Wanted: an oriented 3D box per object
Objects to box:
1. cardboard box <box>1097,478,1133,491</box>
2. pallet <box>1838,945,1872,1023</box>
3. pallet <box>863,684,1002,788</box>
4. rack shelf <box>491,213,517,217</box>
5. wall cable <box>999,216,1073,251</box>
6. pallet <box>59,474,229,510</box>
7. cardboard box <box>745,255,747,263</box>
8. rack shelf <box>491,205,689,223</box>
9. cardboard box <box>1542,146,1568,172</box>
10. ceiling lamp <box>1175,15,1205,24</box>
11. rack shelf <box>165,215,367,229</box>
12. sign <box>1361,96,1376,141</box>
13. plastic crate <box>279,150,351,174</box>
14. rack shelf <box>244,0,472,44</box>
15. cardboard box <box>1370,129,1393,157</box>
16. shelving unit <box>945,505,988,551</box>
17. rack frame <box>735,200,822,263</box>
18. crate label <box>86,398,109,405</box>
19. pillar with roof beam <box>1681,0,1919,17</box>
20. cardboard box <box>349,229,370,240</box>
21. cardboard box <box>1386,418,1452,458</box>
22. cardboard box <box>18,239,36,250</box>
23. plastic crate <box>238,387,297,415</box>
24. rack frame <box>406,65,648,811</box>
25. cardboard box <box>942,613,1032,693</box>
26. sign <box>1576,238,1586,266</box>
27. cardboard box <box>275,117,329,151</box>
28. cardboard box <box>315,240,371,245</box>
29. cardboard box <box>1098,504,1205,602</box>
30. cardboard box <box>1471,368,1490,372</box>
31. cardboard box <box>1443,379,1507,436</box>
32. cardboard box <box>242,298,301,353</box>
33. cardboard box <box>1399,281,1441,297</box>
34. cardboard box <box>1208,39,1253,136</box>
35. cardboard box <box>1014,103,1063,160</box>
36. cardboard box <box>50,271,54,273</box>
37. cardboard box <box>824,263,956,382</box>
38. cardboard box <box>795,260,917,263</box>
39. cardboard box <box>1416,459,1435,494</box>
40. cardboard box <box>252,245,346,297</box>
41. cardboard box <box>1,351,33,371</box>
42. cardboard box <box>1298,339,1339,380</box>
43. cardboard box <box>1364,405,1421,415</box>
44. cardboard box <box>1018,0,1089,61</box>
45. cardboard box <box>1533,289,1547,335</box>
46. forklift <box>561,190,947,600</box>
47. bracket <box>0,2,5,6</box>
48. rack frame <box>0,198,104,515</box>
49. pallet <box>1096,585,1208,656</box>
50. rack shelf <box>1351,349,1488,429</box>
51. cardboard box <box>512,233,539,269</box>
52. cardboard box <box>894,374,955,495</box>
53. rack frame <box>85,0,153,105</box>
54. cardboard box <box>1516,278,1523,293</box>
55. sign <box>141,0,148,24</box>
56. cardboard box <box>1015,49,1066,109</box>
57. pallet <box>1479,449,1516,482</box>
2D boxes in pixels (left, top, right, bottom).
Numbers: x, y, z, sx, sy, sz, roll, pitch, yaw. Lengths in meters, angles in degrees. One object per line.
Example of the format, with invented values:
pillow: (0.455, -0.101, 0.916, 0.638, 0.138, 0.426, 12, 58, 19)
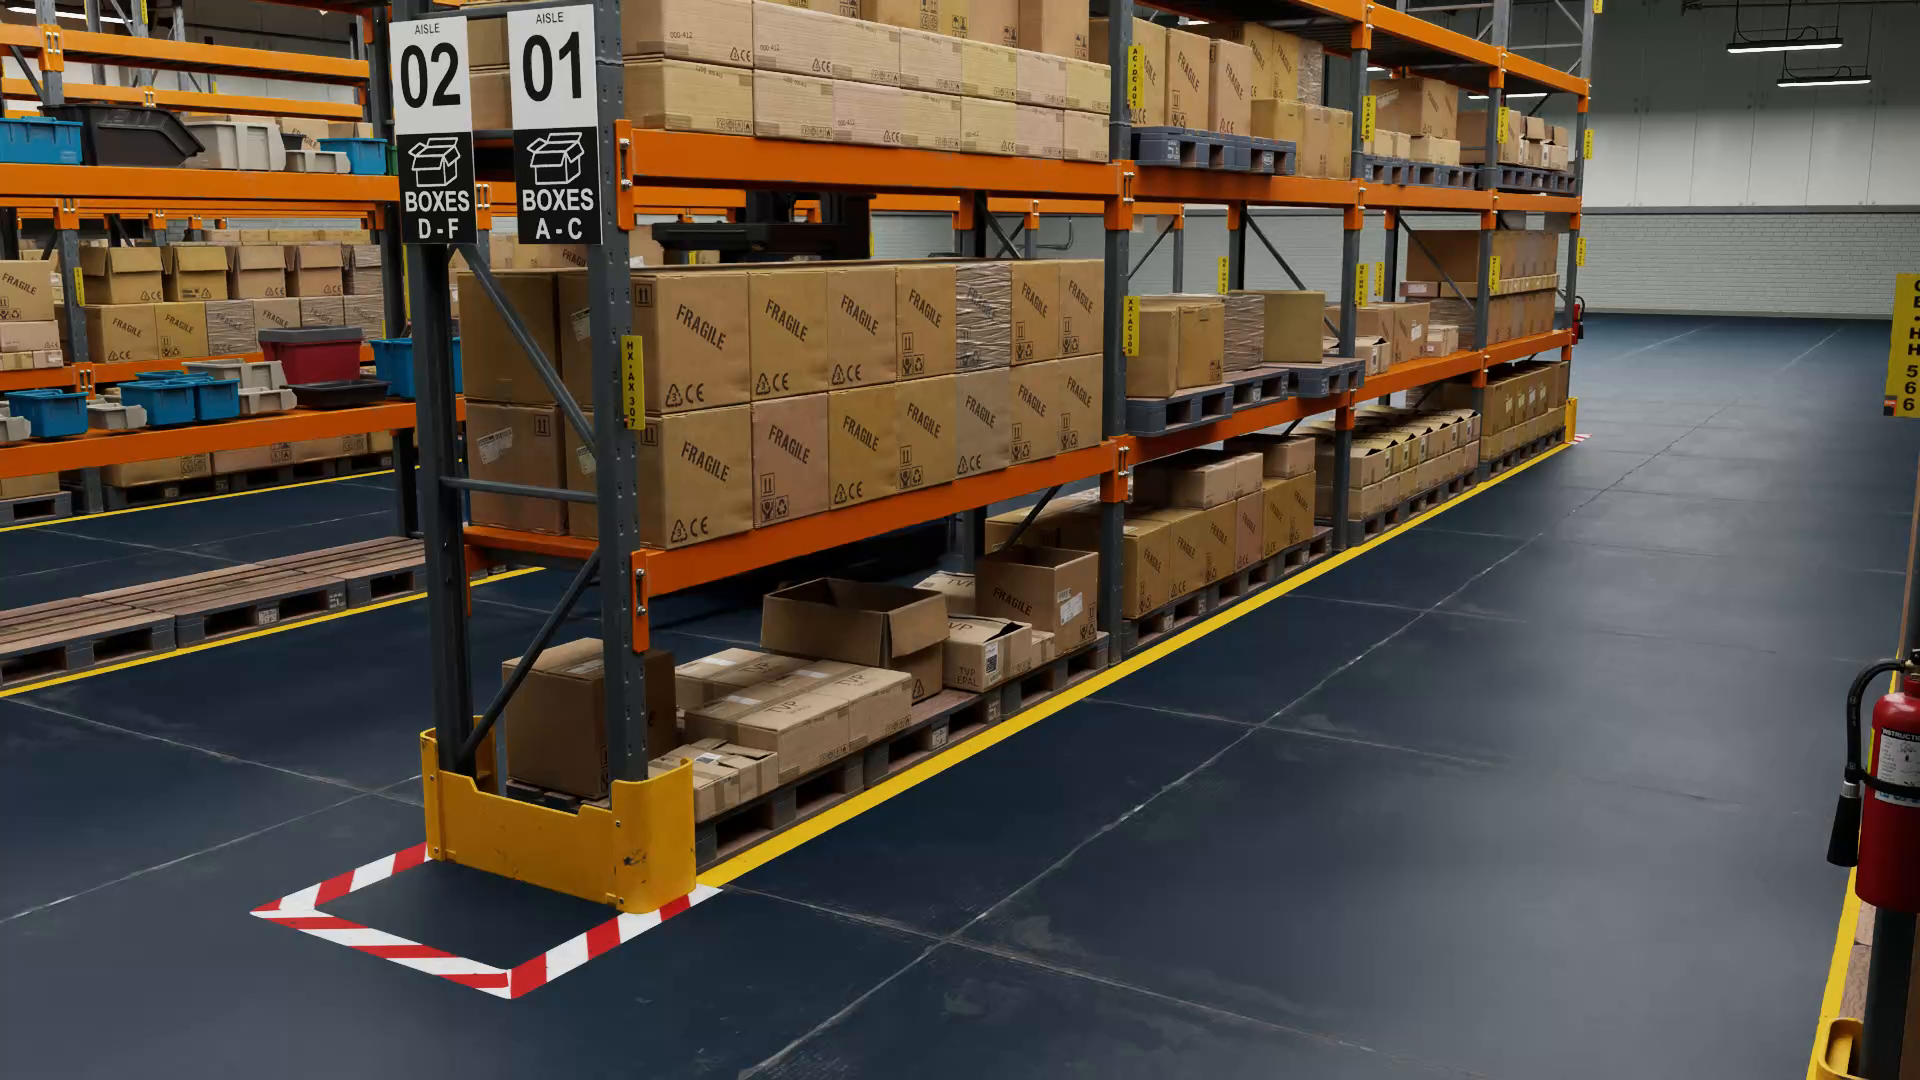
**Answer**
cardboard box: (1.269, -0.132, 11.519, 0.500, 0.500, 0.500, 6, 12, 29)
pallet: (2.979, 1.536, 4.592, 1.003, 0.211, 1.213, 6, 12, 31)
pallet: (-0.519, 0.868, 8.160, 1.003, 0.211, 1.213, 6, 12, 31)
rack shelf: (-6.988, -4.934, 25.374, 1.077, 0.370, 4.000, 6, 12, 31)
wall cable: (2.626, -11.512, 58.846, 3.097, 2.526, 0.112, 6, 12, 31)
pallet: (-7.657, -0.508, 15.510, 1.003, 0.211, 1.213, 6, 12, 31)
cardboard box: (-3.131, -3.821, 21.828, 0.500, 0.500, 0.500, 6, 12, 31)
rack shelf: (-4.878, -3.815, 19.398, 1.077, 0.370, 4.000, 6, 12, 31)
cardboard box: (6.329, -4.160, 18.174, 0.500, 0.250, 0.500, 6, 12, 31)
ceiling lamp: (4.681, -10.194, 27.503, 2.000, 3.185, 0.800, 6, 12, 31)
rack shelf: (-11.271, -5.391, 27.815, 1.077, 0.370, 4.000, 6, 12, 31)
sign: (3.011, -3.109, 12.267, 0.100, 0.325, 0.005, 6, 12, 31)
plastic crate: (-4.095, -2.386, 10.525, 0.293, 0.136, 0.466, 6, 12, 31)
rack shelf: (-4.799, -3.361, 9.910, 1.077, 0.370, 4.000, 6, 12, 31)
cardboard box: (3.299, -3.289, 13.902, 0.500, 0.250, 0.500, 6, 12, 30)
shelving unit: (-0.086, -1.006, 13.036, 0.431, 2.100, 0.503, 6, 12, 31)
rack frame: (-1.684, -1.906, 15.400, 1.000, 3.000, 0.127, 6, 12, 31)
crate label: (-5.282, -0.784, 9.958, 0.396, 0.136, 0.243, 6, 12, 31)
pillar with roof beam: (23.209, -10.103, 42.882, 9.100, 9.000, 0.548, 6, 12, 31)
cardboard box: (-10.581, -5.091, 28.615, 0.700, 0.500, 0.500, 7, 12, 31)
cardboard box: (4.134, -0.940, 15.047, 0.500, 0.311, 0.500, 6, 12, 31)
cardboard box: (-13.778, -4.331, 24.368, 0.380, 0.149, 0.250, 6, 12, 28)
plastic crate: (-4.407, -0.875, 10.442, 0.293, 0.136, 0.466, 6, 12, 31)
rack frame: (-1.605, -0.174, 6.148, 1.000, 3.000, 0.127, 6, 12, 31)
cardboard box: (0.029, 0.537, 8.462, 0.500, 0.311, 0.500, 6, 12, 31)
sign: (7.158, -3.322, 19.172, 0.100, 0.325, 0.005, 6, 12, 31)
cardboard box: (-6.545, -3.862, 16.284, 0.500, 0.500, 0.500, 7, 13, 34)
cardboard box: (-8.545, -3.879, 22.949, 0.700, 0.500, 0.500, 6, 12, 30)
cardboard box: (1.198, 0.071, 10.434, 0.500, 0.500, 0.500, 7, 12, 32)
cardboard box: (5.452, -1.615, 18.139, 0.500, 0.500, 0.500, 6, 12, 31)
cardboard box: (5.133, -1.328, 16.604, 0.500, 0.500, 0.500, 6, 12, 31)
cardboard box: (-6.757, -2.088, 16.096, 0.500, 0.500, 0.500, 7, 13, 32)
cardboard box: (4.583, -2.493, 16.498, 0.380, 0.149, 0.250, 6, 12, 31)
cardboard box: (1.486, -2.865, 10.683, 0.600, 0.600, 0.600, 6, 12, 28)
cardboard box: (0.177, -2.025, 8.287, 0.500, 0.250, 0.500, 6, 12, 31)
cardboard box: (-10.777, -3.110, 19.753, 0.380, 0.149, 0.250, 6, 12, 30)
cardboard box: (-0.358, -1.001, 7.573, 0.500, 0.500, 0.500, 6, 12, 30)
cardboard box: (-0.549, -1.135, 8.290, 0.500, 0.500, 0.500, 6, 12, 29)
cardboard box: (3.862, -0.584, 14.666, 0.500, 0.250, 0.500, 7, 13, 32)
cardboard box: (-6.651, -2.706, 16.674, 0.797, 0.503, 0.637, 7, 13, 32)
cardboard box: (-8.005, -1.507, 13.950, 0.380, 0.149, 0.250, 7, 13, 32)
cardboard box: (2.774, -1.442, 13.160, 0.500, 0.311, 0.500, 7, 13, 34)
cardboard box: (4.197, -1.151, 16.172, 0.500, 0.311, 0.500, 6, 12, 31)
cardboard box: (0.251, -2.738, 8.703, 0.700, 0.500, 0.500, 6, 12, 31)
cardboard box: (6.180, -2.585, 18.751, 0.700, 0.500, 0.500, 7, 13, 32)
forklift: (-1.374, -1.113, 11.347, 1.130, 2.935, 3.031, 8, 13, 36)
bracket: (-16.859, -9.248, 28.532, 0.076, 0.066, 4.783, 6, 12, 31)
rack frame: (-7.993, -1.750, 14.567, 1.000, 3.000, 0.127, 6, 12, 31)
pallet: (0.861, 0.436, 10.468, 1.003, 0.211, 1.213, 6, 12, 31)
rack shelf: (3.586, -1.393, 14.615, 1.077, 0.370, 4.000, 6, 12, 31)
cardboard box: (-6.953, -4.411, 25.437, 0.875, 0.550, 0.500, 6, 12, 31)
cardboard box: (-0.362, -0.507, 7.653, 0.500, 0.500, 0.500, 7, 12, 31)
rack frame: (-10.103, -5.818, 19.991, 1.000, 3.000, 0.127, 6, 12, 31)
cardboard box: (5.731, -2.697, 17.590, 0.380, 0.149, 0.250, 6, 12, 30)
sign: (-9.634, -6.266, 19.629, 0.100, 0.325, 0.005, 6, 12, 31)
cardboard box: (0.188, -2.269, 8.235, 0.500, 0.250, 0.500, 6, 12, 31)
pallet: (5.073, -0.812, 17.132, 1.003, 0.211, 1.213, 6, 12, 31)
